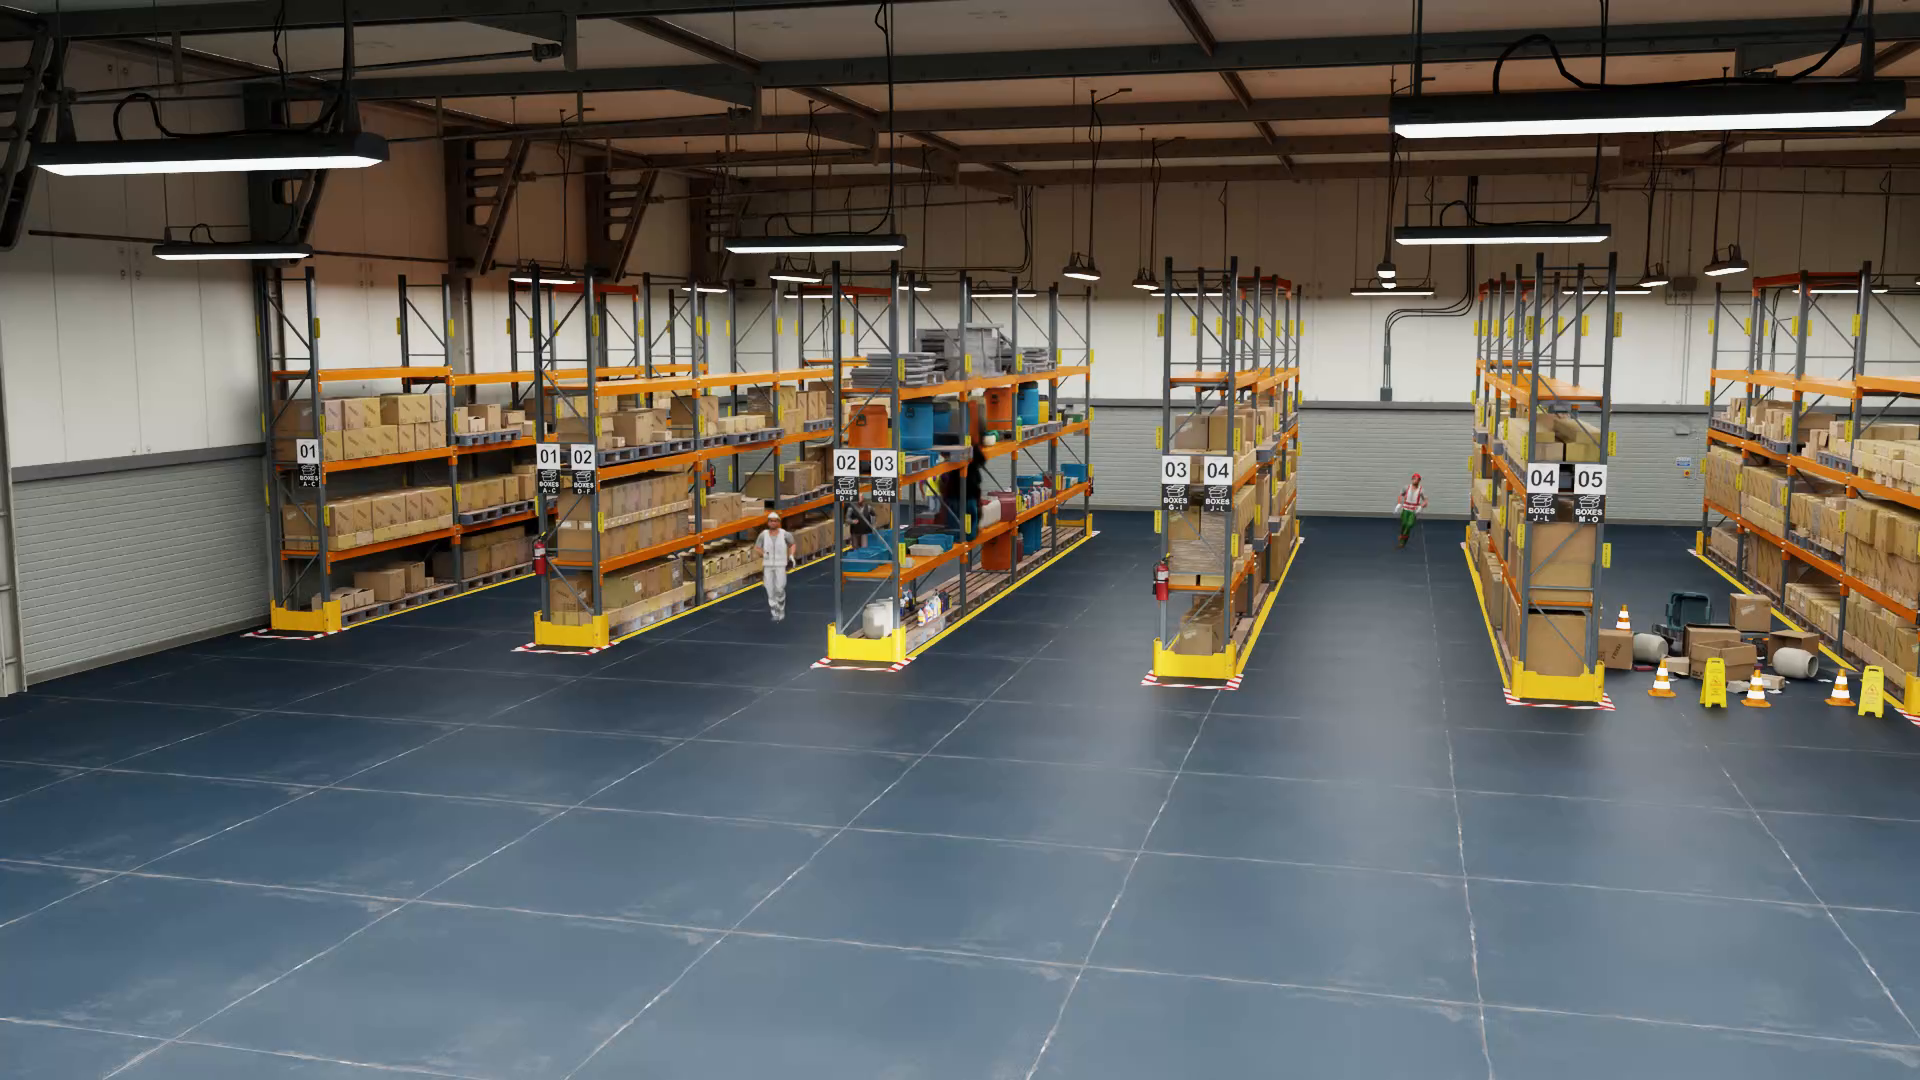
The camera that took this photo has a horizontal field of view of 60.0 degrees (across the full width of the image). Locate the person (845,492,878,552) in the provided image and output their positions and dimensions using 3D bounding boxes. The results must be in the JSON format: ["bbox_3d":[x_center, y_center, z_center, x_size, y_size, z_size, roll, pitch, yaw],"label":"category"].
[{"bbox_3d":[-1.995,-0.082,33.410,0.622,1.760,0.732,1,7,5],"label":"person"}]

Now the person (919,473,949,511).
[{"bbox_3d":[-0.640,-1.089,41.357,0.738,1.745,0.668,-1,7,-8],"label":"person"}]

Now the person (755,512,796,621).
[{"bbox_3d":[-2.977,0.447,26.754,0.643,1.774,0.618,0,7,0],"label":"person"}]

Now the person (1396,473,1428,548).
[{"bbox_3d":[10.330,-0.668,38.064,0.719,1.712,0.543,3,8,22],"label":"person"}]
